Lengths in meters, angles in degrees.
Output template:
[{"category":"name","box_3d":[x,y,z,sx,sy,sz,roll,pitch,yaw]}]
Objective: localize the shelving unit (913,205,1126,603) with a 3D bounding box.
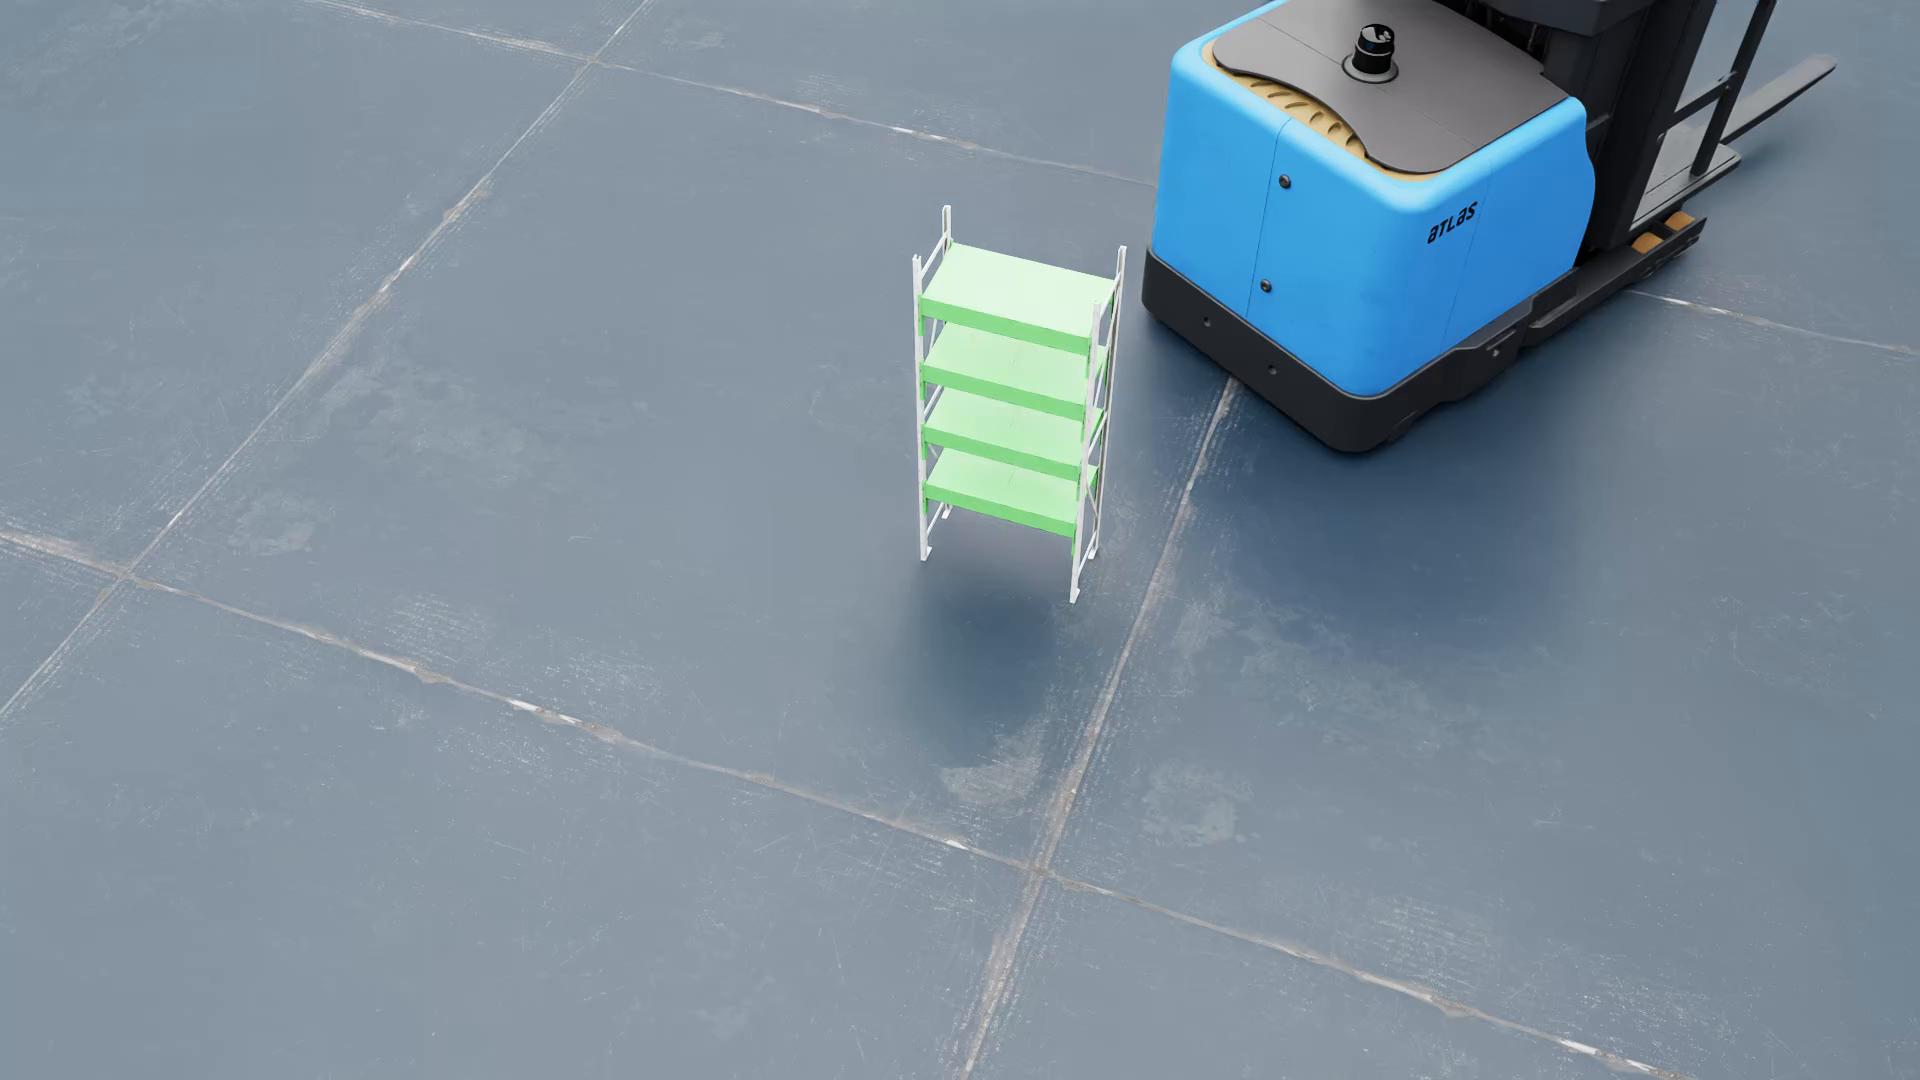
[{"category":"shelving unit","box_3d":[0.155,-0.350,4.759,0.503,1.200,0.258,16,51,13]}]

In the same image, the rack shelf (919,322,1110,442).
[{"category":"rack shelf","box_3d":[0.155,-0.465,4.626,0.480,0.148,0.258,16,51,13]}]

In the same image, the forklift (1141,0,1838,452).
[{"category":"forklift","box_3d":[2.105,-2.194,5.212,3.031,2.935,1.130,-32,56,-24]}]

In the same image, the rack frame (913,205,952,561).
[{"category":"rack frame","box_3d":[-0.074,-0.414,4.814,0.015,1.200,0.240,16,51,13]}]

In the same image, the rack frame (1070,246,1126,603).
[{"category":"rack frame","box_3d":[0.384,-0.286,4.704,0.015,1.200,0.240,16,51,13]}]

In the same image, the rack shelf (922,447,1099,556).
[{"category":"rack shelf","box_3d":[0.155,-0.151,4.989,0.480,0.148,0.258,16,51,13]}]

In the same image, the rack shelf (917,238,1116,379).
[{"category":"rack shelf","box_3d":[0.155,-0.622,4.445,0.480,0.148,0.258,16,51,13]}]

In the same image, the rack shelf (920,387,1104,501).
[{"category":"rack shelf","box_3d":[0.155,-0.308,4.807,0.480,0.148,0.258,16,51,13]}]
